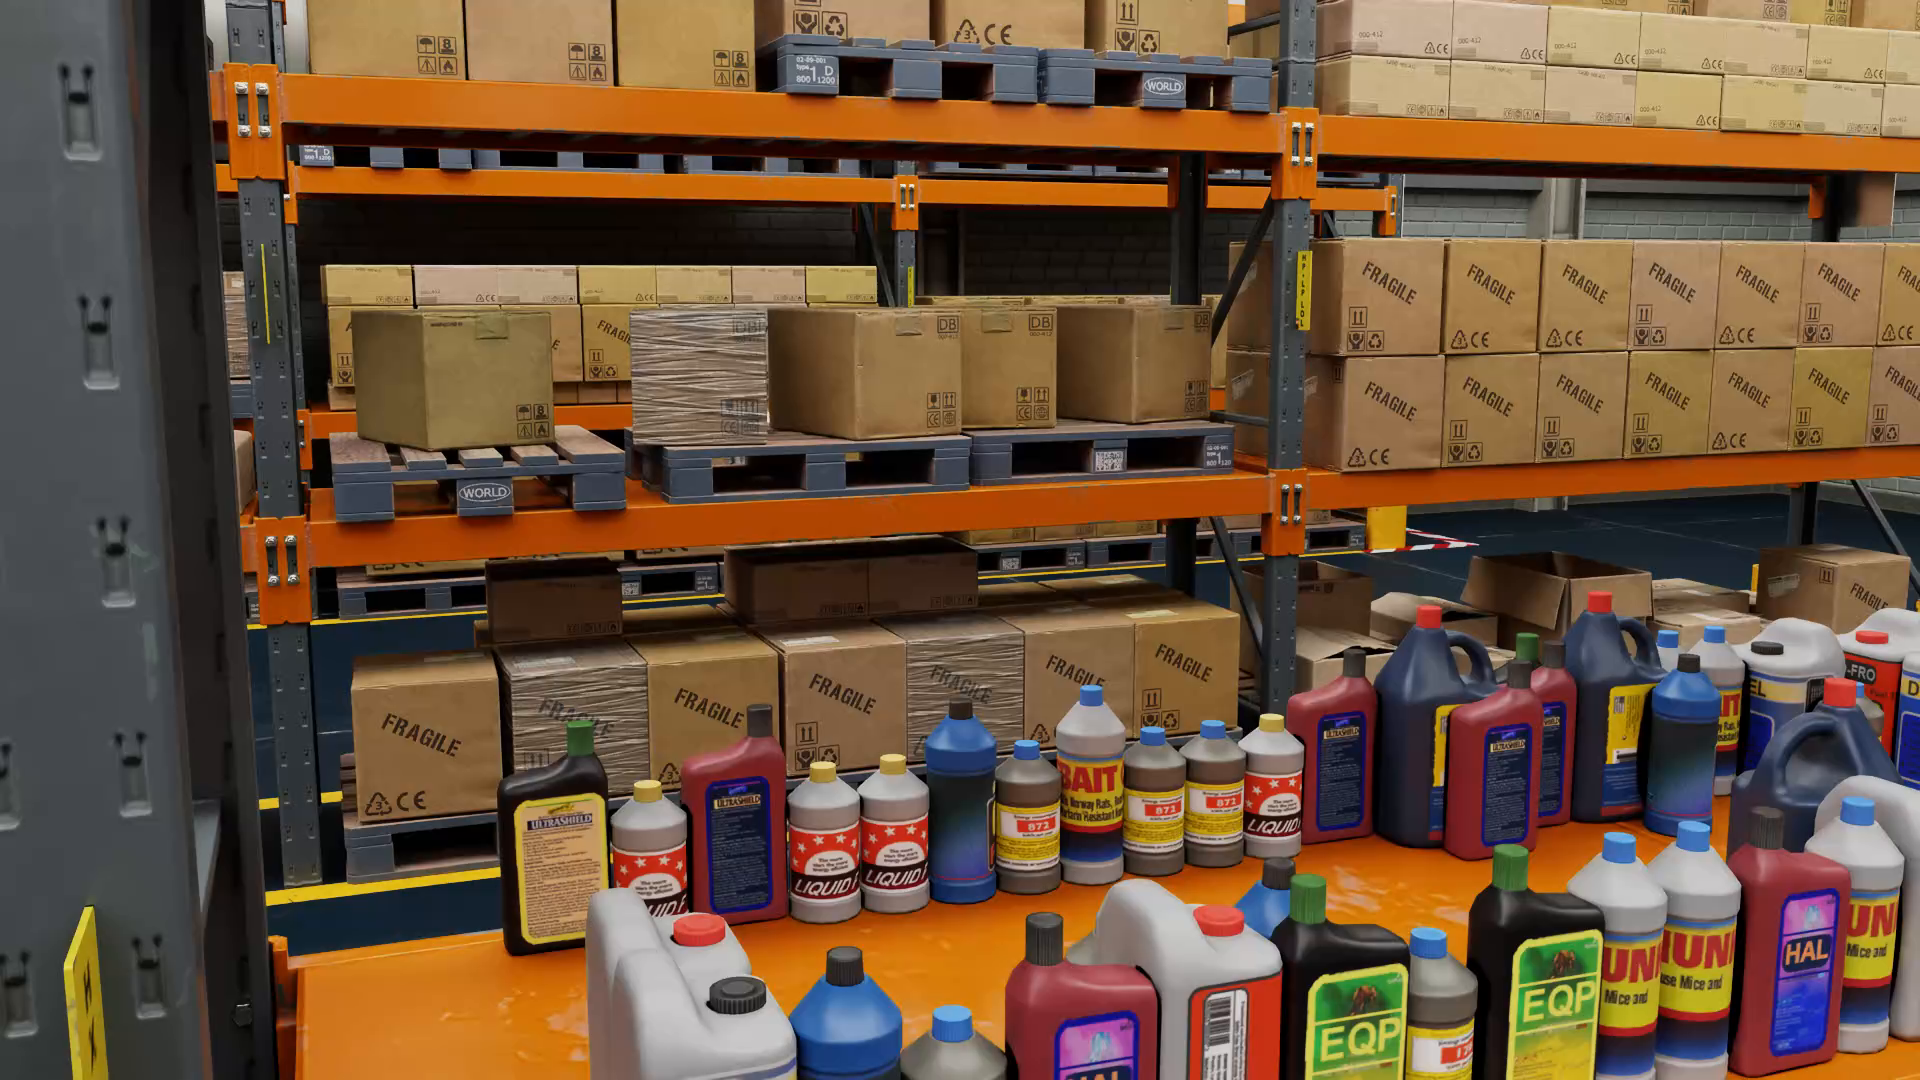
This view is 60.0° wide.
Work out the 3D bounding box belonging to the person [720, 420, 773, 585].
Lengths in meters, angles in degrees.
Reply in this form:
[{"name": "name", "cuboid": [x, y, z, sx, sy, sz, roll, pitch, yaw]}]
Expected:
[{"name": "person", "cuboid": [-1.198, -0.129, 9.379, 0.465, 1.614, 0.504, -3, 10, -19]}]
